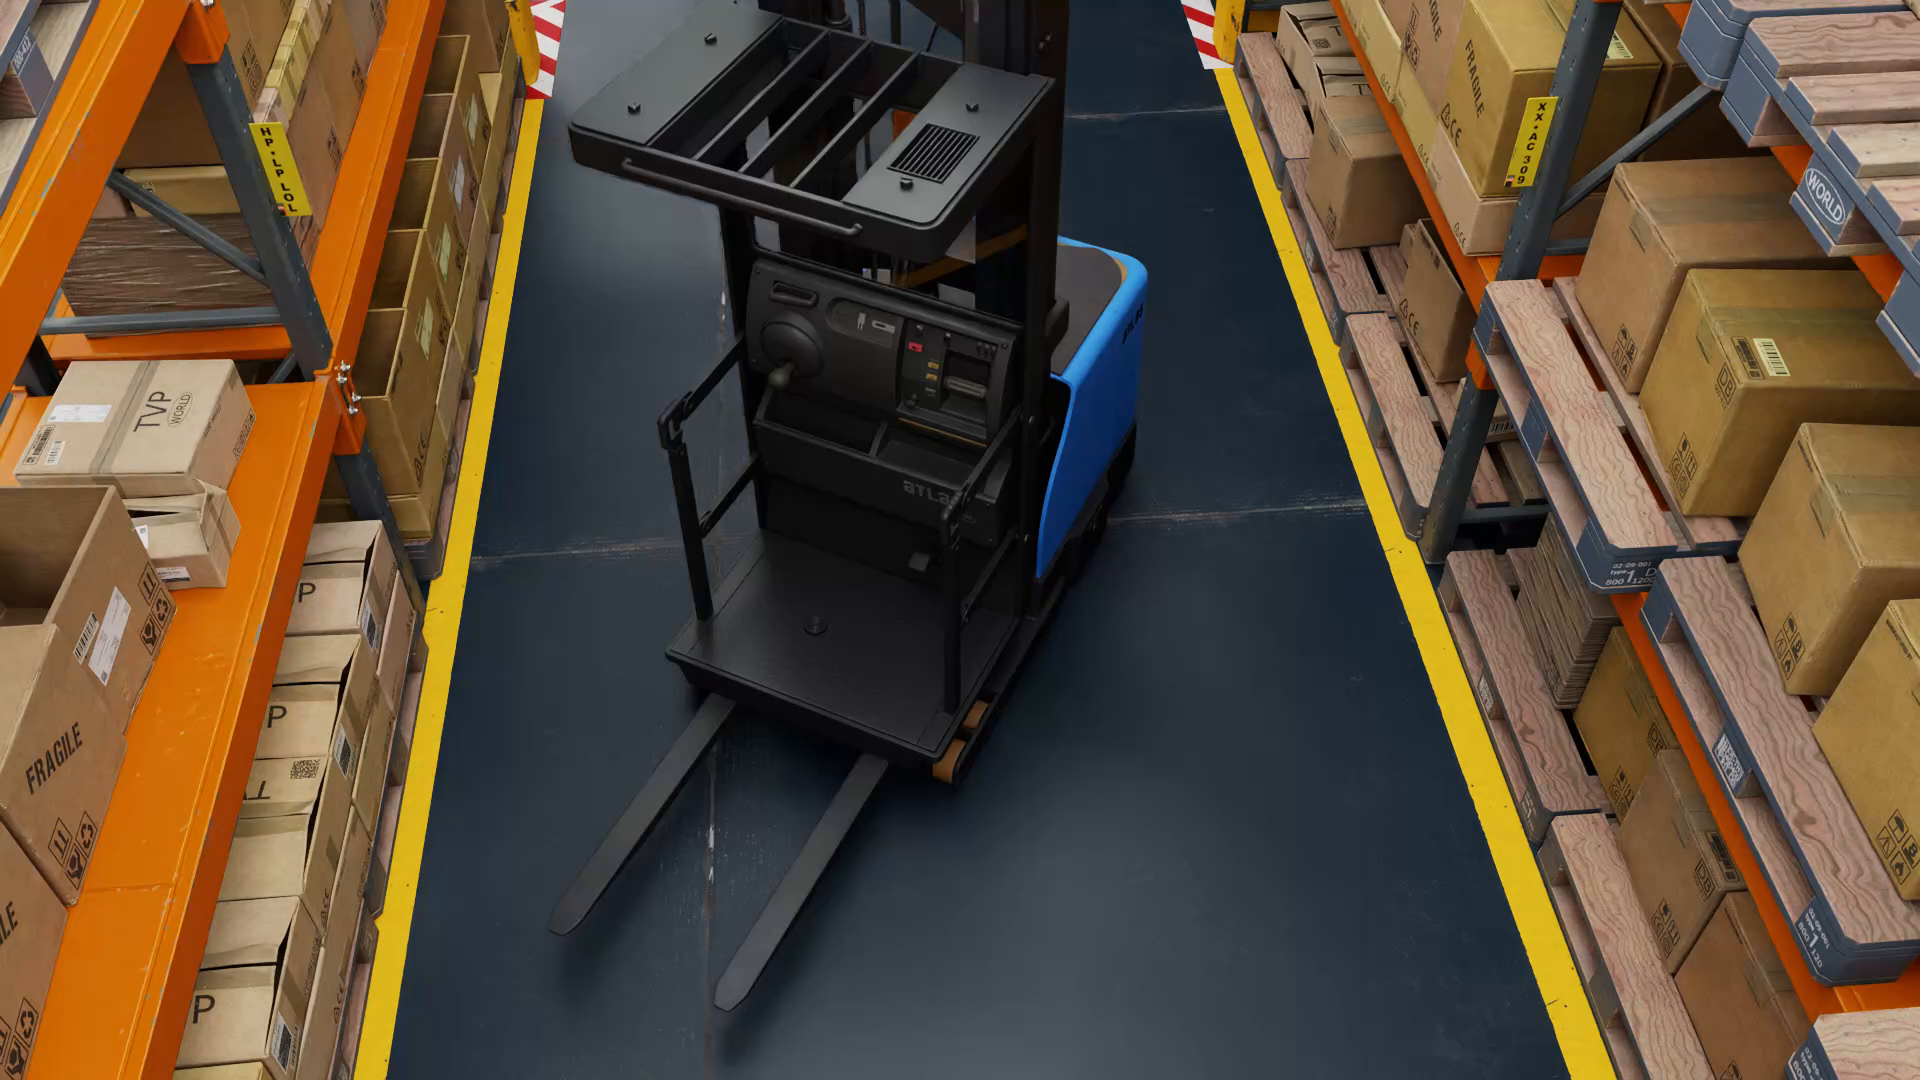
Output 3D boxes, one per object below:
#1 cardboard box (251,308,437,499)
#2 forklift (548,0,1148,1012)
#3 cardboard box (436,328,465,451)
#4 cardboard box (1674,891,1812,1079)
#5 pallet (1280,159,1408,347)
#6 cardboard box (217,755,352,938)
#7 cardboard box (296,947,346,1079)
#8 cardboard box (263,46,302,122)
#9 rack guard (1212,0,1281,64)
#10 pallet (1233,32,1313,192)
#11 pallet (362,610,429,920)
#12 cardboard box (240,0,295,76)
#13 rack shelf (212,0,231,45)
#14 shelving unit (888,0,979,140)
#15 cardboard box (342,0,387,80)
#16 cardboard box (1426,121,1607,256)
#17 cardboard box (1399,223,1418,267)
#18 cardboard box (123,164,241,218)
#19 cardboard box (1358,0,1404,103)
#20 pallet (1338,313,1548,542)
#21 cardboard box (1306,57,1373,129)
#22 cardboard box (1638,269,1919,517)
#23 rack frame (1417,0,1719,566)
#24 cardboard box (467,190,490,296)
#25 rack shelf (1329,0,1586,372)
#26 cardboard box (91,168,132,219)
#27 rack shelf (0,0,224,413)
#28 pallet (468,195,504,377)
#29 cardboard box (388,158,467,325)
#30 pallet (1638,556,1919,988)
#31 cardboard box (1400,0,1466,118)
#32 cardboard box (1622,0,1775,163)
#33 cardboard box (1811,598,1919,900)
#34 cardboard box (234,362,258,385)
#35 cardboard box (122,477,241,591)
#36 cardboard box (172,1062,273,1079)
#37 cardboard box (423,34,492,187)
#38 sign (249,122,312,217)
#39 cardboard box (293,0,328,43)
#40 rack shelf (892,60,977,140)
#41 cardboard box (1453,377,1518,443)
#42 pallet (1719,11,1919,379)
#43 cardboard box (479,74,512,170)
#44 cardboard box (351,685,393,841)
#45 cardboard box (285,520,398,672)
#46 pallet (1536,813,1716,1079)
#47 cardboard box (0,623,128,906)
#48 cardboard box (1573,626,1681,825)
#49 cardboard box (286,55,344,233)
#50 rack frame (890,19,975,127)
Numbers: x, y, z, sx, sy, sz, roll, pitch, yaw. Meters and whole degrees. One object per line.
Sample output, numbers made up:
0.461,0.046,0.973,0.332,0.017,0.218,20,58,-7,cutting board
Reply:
-2.307,-0.510,6.255,0.500,0.500,0.500,-3,47,-3,cardboard box
-0.360,-0.510,5.214,1.130,2.935,3.031,19,49,17,forklift
-2.354,-0.613,6.869,0.500,0.250,0.500,-3,47,-3,cardboard box
2.581,1.345,4.829,0.700,0.500,0.500,-4,47,-4,cardboard box
2.159,-1.412,7.942,1.003,0.211,1.213,-3,47,-3,pallet
-2.172,0.923,5.028,0.500,0.311,0.500,-4,47,-3,cardboard box
-2.132,1.490,4.878,0.500,0.250,0.500,-3,47,-2,cardboard box
-2.455,-1.530,5.618,0.380,0.149,0.250,-5,47,-4,cardboard box
2.027,-2.982,9.230,1.175,0.500,0.348,-3,47,-3,rack guard
2.060,-2.292,8.776,1.003,0.211,1.213,-3,47,-3,pallet
-2.480,0.791,5.855,1.003,0.211,1.213,-3,47,-3,pallet
-2.668,-1.865,5.488,0.700,0.500,0.500,-4,47,-3,cardboard box
-2.748,-2.929,5.888,1.077,0.370,4.000,-3,47,-3,rack shelf
0.037,-1.577,6.795,0.431,2.100,0.503,-28,53,-24,shelving unit
-2.757,-2.168,6.669,0.700,0.500,0.500,-2,47,-2,cardboard box
2.014,-1.282,5.987,0.500,0.250,0.500,-3,47,-3,cardboard box
2.241,-1.332,7.606,0.380,0.149,0.250,-7,47,-6,cardboard box
-2.410,-1.162,5.269,0.380,0.149,0.250,-4,47,-3,cardboard box
1.923,-2.006,6.673,0.500,0.250,0.500,-4,47,-4,cardboard box
2.264,-0.527,7.104,1.003,0.211,1.213,-3,47,-3,pallet
2.036,-2.204,8.321,0.500,0.311,0.500,0,47,0,cardboard box
2.404,-0.413,4.703,0.700,0.500,0.500,1,47,1,cardboard box
2.355,-1.002,5.633,1.000,3.000,0.127,-3,47,-3,rack frame
-2.439,-1.337,7.555,0.500,0.250,0.500,-3,47,-3,cardboard box
2.188,-2.202,7.265,1.077,0.370,4.000,-3,47,-3,rack shelf
-2.817,-1.140,5.248,0.380,0.149,0.250,-4,47,-3,cardboard box
-2.413,-0.035,3.147,1.077,0.370,4.000,-3,47,-3,rack shelf
-2.711,-1.202,7.743,1.003,0.211,1.213,-3,47,-3,pallet
-2.391,-1.233,6.940,0.500,0.500,0.500,-3,47,-3,cardboard box
2.484,0.528,4.316,1.003,0.211,1.213,-3,47,-3,pallet
1.960,-1.899,6.056,0.500,0.500,0.500,-4,47,-4,cardboard box
2.524,-1.568,5.742,0.500,0.500,0.500,-4,47,-4,cardboard box
2.514,0.467,3.870,0.700,0.500,0.500,-3,47,-3,cardboard box
-2.867,-0.840,6.567,0.500,0.500,0.500,-3,47,-3,cardboard box
-2.324,-0.027,4.802,0.396,0.266,0.258,-5,47,-4,cardboard box
-2.090,1.658,4.332,0.500,0.311,0.500,-5,47,-4,cardboard box
-2.476,-1.957,7.625,0.500,0.500,0.500,-3,47,-3,cardboard box
-2.041,-1.109,4.992,0.100,0.325,0.005,-3,47,-3,sign
-2.497,-1.901,5.969,0.380,0.149,0.250,-5,47,-5,cardboard box
0.037,-1.567,6.805,0.431,0.518,0.480,-28,53,-24,rack shelf
2.281,-0.564,6.867,0.380,0.166,0.250,-9,47,-8,cardboard box
2.391,-0.766,3.473,1.213,0.211,1.003,-3,47,-3,pallet
-2.522,-2.060,8.240,0.500,0.250,0.500,-3,47,-3,cardboard box
-2.216,0.751,5.577,0.500,0.250,0.500,-4,47,-4,cardboard box
-2.261,0.185,5.727,0.500,0.311,0.500,-3,47,-3,cardboard box
2.527,1.405,5.274,1.003,0.211,1.213,-3,47,-3,pallet
-2.447,0.567,4.078,0.500,0.500,0.500,-3,47,-3,cardboard box
2.527,0.608,5.526,0.700,0.500,0.500,-4,47,-4,cardboard box
-2.675,-1.435,5.974,0.700,0.500,0.500,-4,47,-4,cardboard box
-0.106,-1.721,6.931,0.400,2.100,0.015,-28,53,-24,rack frame
